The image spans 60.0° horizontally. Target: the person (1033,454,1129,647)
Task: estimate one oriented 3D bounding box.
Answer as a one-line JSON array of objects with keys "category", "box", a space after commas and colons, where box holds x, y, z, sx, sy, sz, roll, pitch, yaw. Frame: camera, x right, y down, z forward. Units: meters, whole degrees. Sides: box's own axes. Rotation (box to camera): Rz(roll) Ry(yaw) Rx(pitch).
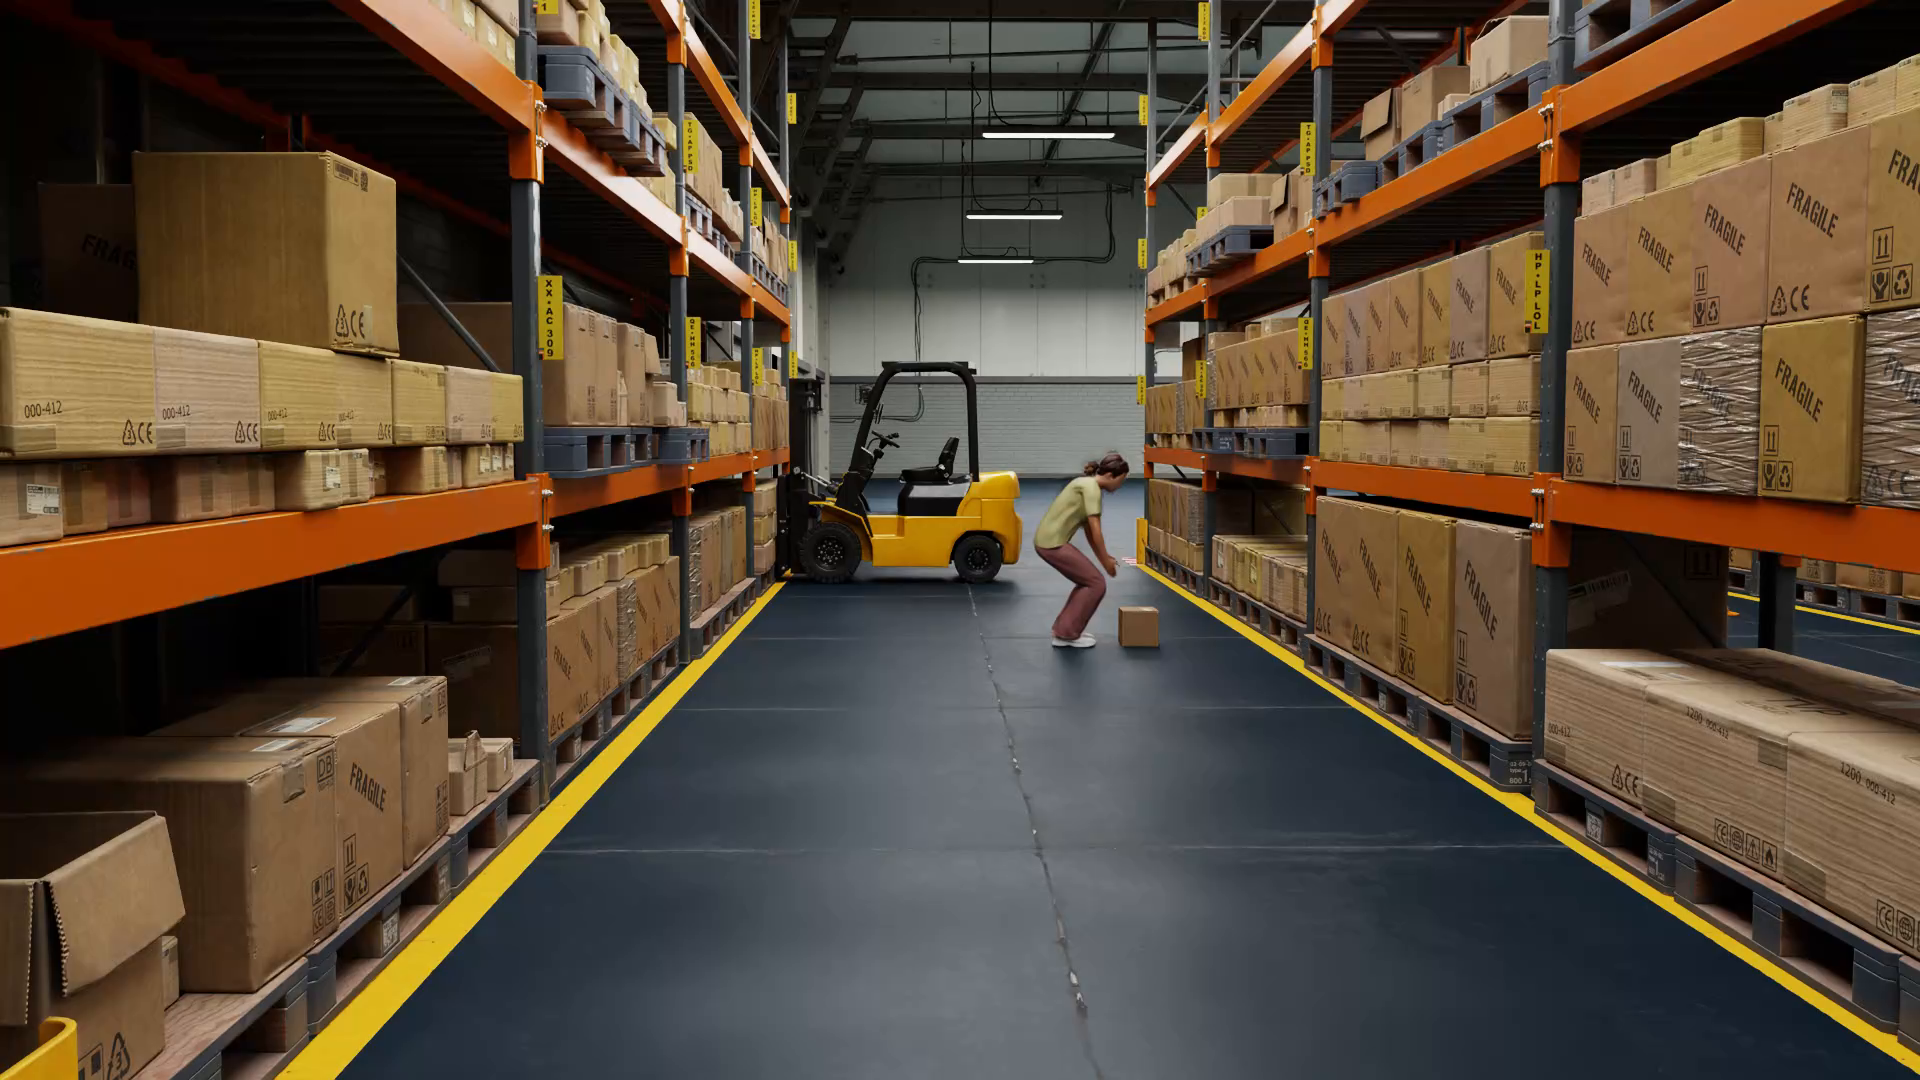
[{"category": "person", "box": [0.841, 0.066, 11.583, 0.668, 1.333, 0.511, 0, 4, -1]}]
